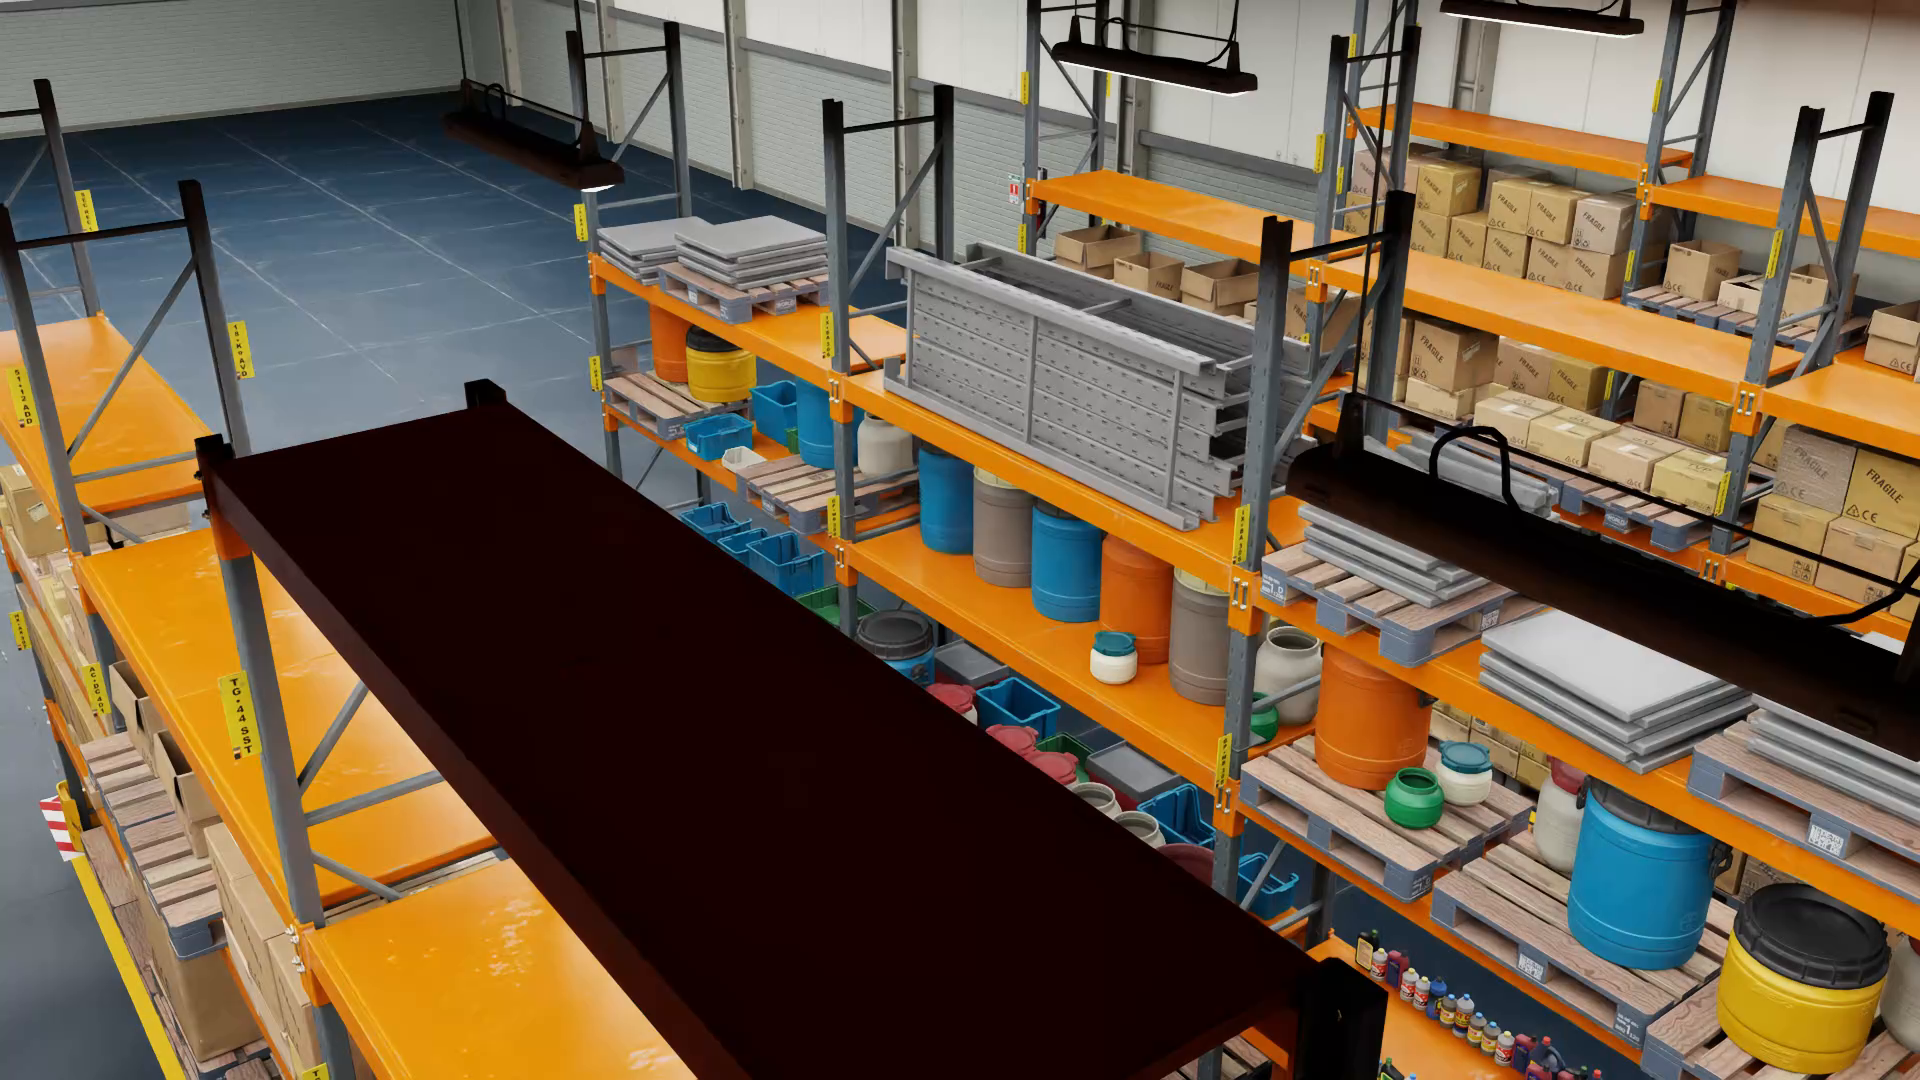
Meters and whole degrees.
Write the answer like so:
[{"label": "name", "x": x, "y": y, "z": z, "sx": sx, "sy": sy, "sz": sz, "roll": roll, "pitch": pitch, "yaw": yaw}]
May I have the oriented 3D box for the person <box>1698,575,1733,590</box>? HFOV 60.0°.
[{"label": "person", "x": 6.723, "y": 1.067, "z": 14.691, "sx": 0.656, "sy": 1.669, "sz": 0.702, "roll": -12, "pitch": 27, "yaw": -25}]
